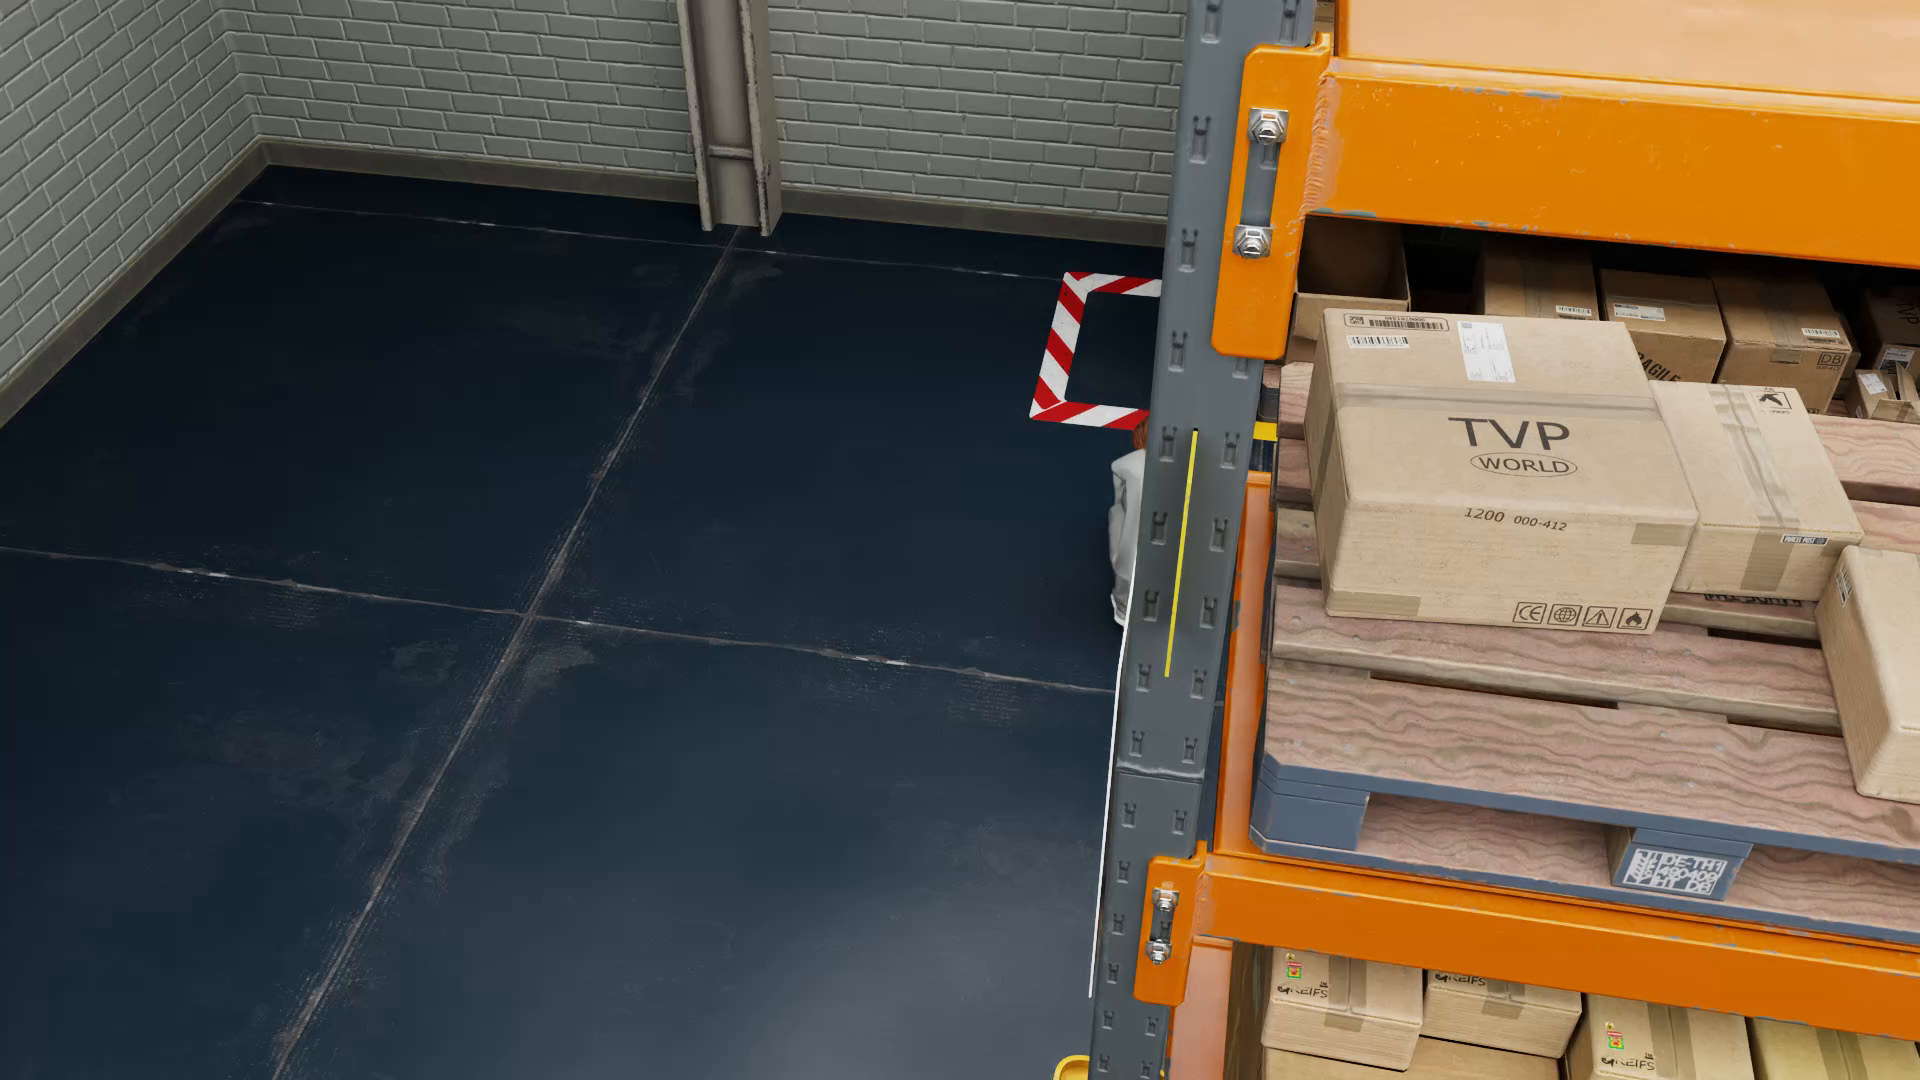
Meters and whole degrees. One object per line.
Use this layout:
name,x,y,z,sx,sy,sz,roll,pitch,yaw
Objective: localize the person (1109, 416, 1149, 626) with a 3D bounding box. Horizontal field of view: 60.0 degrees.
person,0.814,-0.020,6.899,0.423,0.718,0.852,6,41,7
